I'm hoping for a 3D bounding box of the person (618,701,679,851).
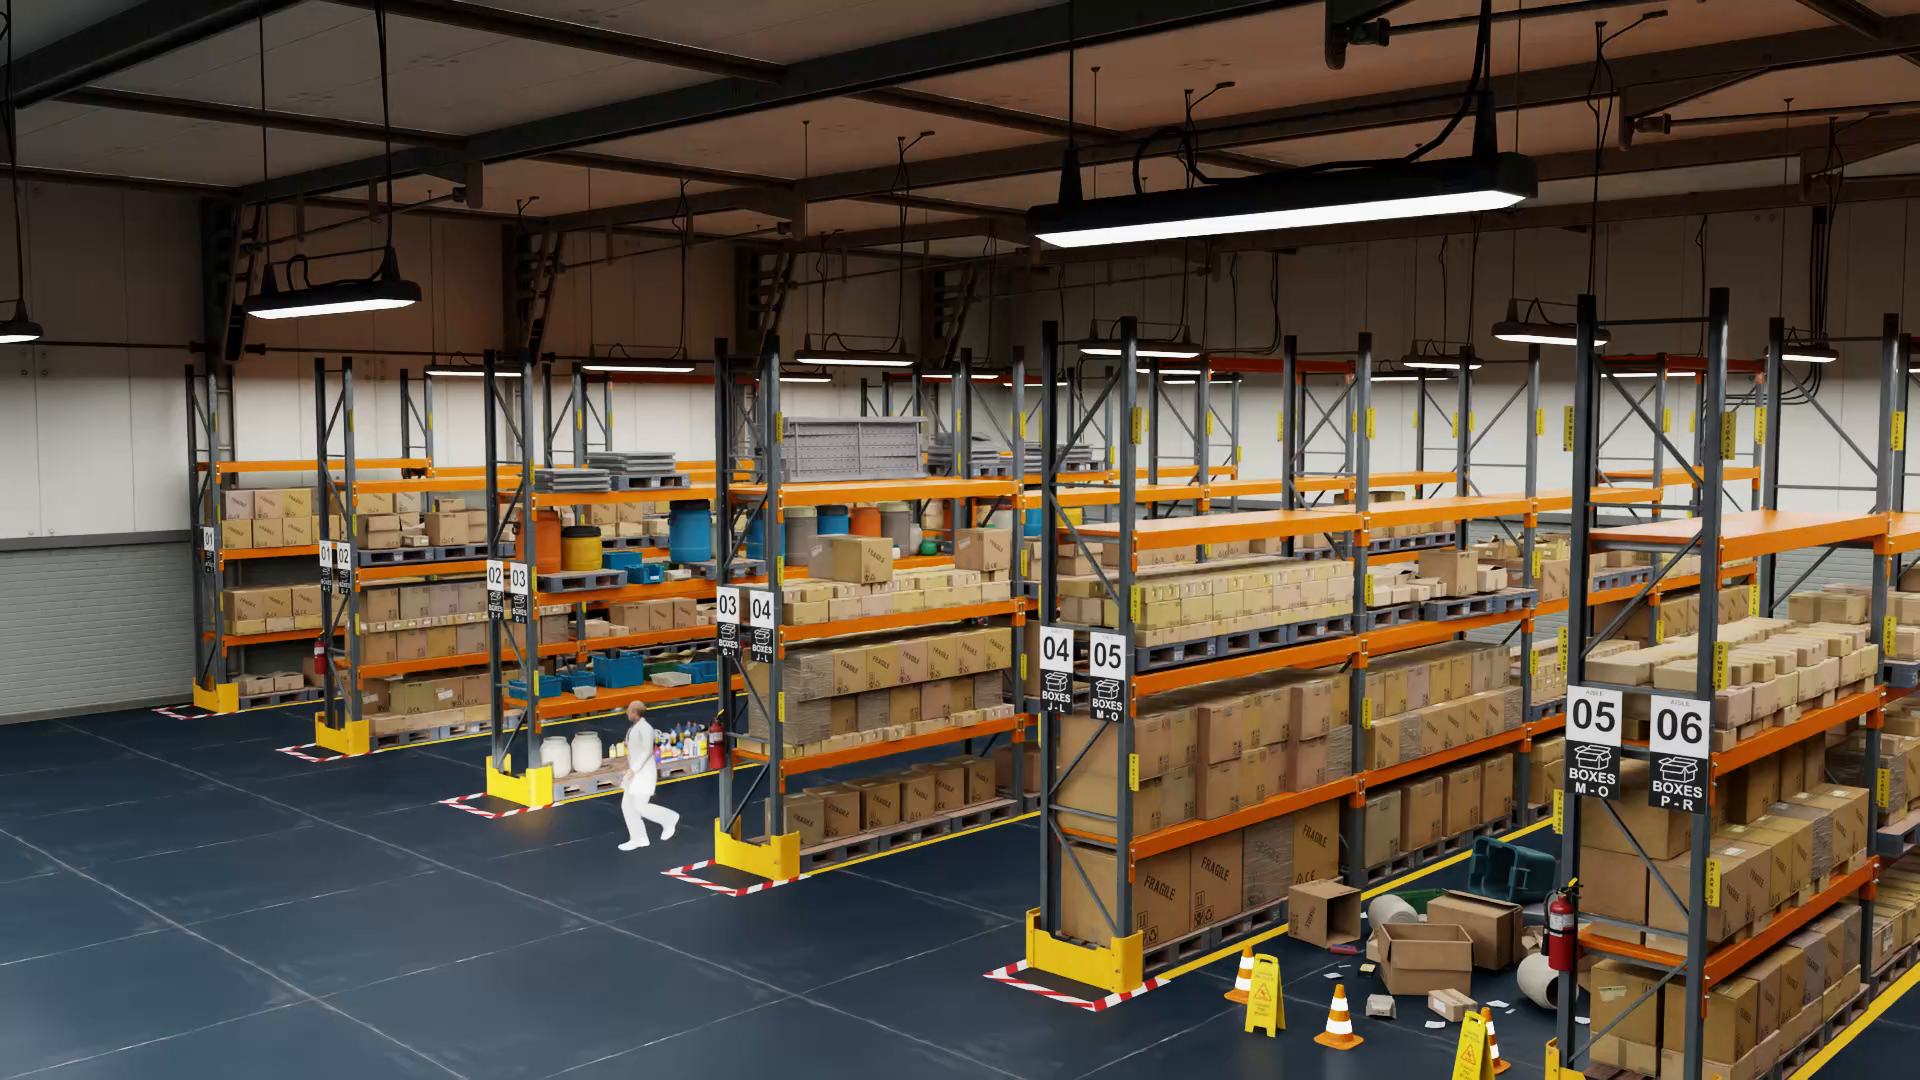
[{"bbox_3d":[-3.738,2.785,19.805,0.738,1.749,0.634,-3,5,-30],"label":"person"}]

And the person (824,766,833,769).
[{"bbox_3d":[-2.044,2.540,24.005,0.514,1.590,0.649,1,5,16],"label":"person"}]
